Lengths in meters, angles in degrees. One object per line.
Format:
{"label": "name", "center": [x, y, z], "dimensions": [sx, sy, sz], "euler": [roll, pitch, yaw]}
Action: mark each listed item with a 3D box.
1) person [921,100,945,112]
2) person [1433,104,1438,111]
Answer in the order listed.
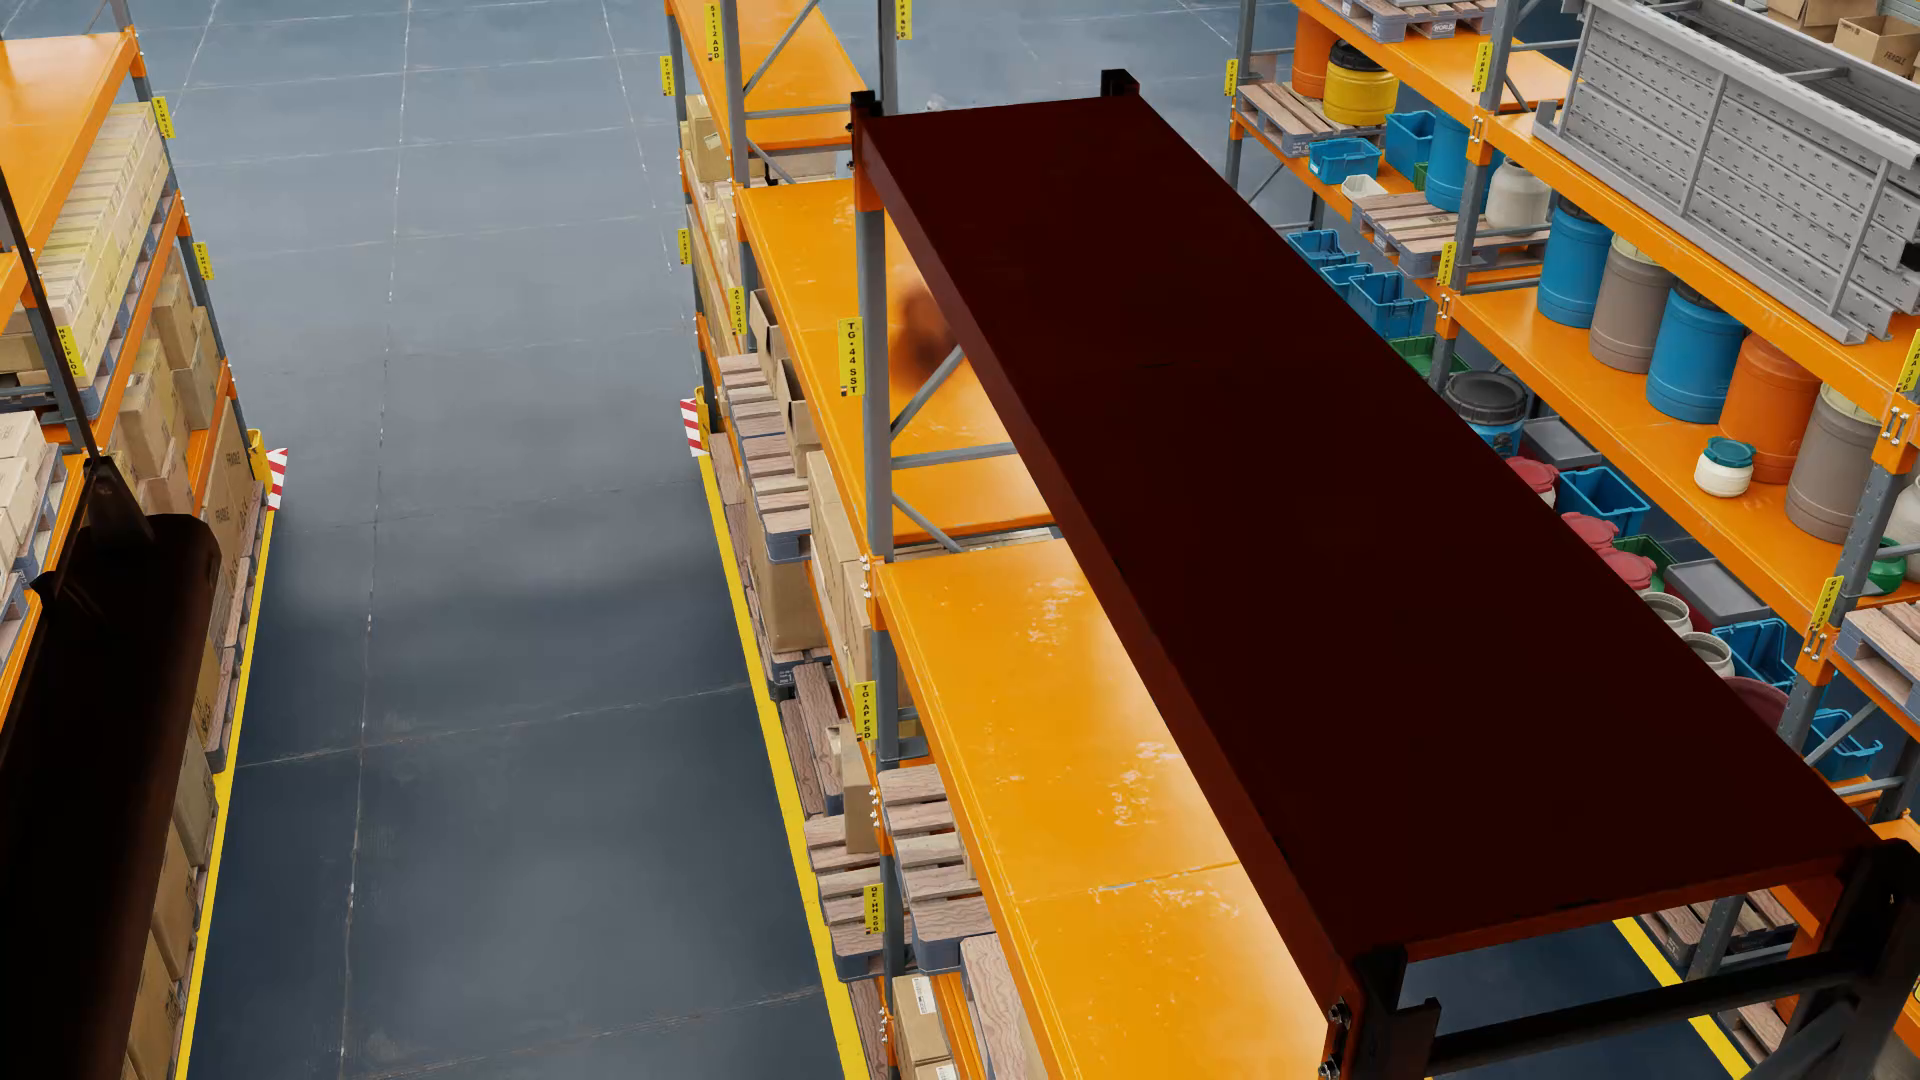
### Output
{"label": "person", "center": [-0.272, -4.102, 18.647], "dimensions": [0.993, 1.691, 0.596], "euler": [8, 35, 11]}
{"label": "person", "center": [5.317, -4.248, 18.765], "dimensions": [0.558, 1.721, 0.712], "euler": [12, 36, 17]}
